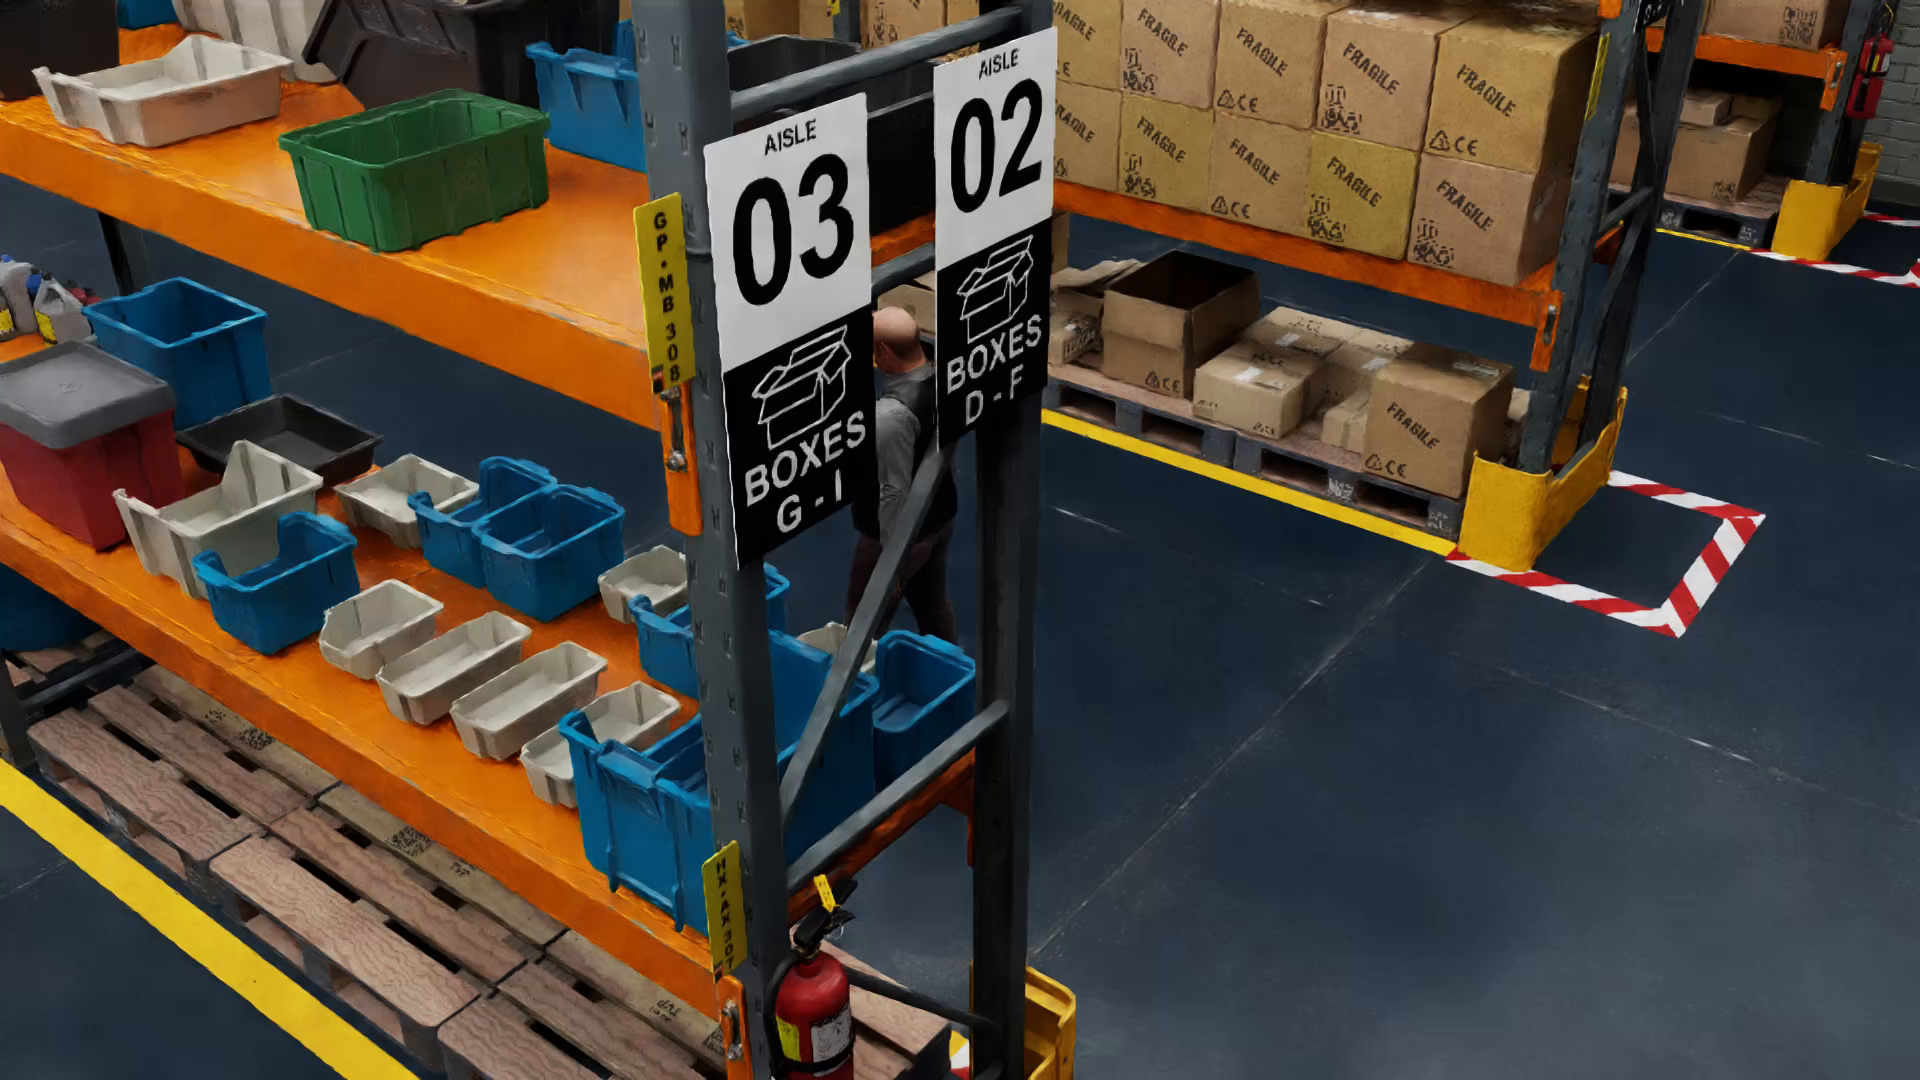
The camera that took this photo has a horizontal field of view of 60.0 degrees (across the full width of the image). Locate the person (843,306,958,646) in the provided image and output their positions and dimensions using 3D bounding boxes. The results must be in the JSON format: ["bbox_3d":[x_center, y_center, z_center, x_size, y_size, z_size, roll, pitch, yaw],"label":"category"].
[{"bbox_3d":[-0.275,-0.038,6.187,0.469,1.714,0.699,13,33,20],"label":"person"}]
